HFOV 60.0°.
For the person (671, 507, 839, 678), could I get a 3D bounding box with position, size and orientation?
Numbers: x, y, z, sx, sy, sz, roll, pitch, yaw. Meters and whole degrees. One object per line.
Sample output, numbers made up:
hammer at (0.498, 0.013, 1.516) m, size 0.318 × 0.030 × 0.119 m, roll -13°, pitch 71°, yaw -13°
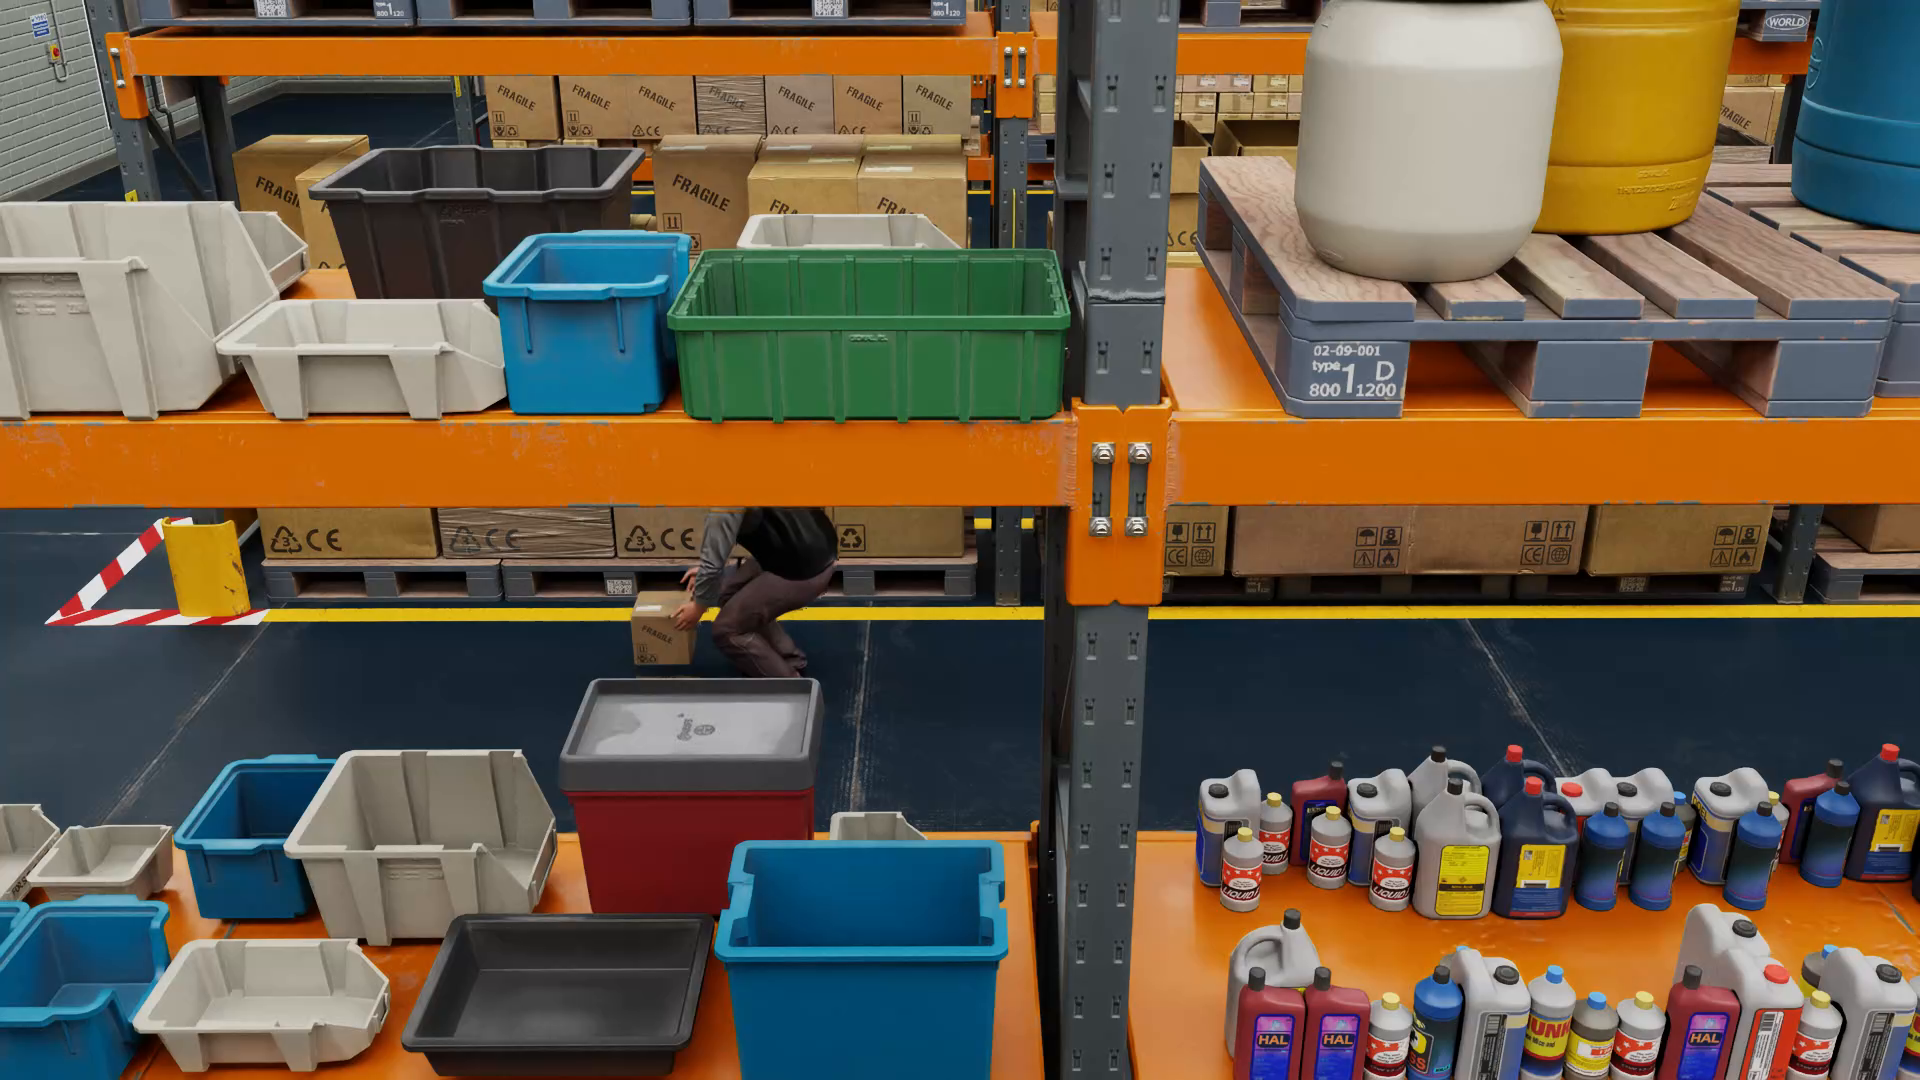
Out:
person at (-0.932, 0.135, 7.403) m, size 0.779 × 1.260 × 0.586 m, roll 0°, pitch 24°, yaw 0°
